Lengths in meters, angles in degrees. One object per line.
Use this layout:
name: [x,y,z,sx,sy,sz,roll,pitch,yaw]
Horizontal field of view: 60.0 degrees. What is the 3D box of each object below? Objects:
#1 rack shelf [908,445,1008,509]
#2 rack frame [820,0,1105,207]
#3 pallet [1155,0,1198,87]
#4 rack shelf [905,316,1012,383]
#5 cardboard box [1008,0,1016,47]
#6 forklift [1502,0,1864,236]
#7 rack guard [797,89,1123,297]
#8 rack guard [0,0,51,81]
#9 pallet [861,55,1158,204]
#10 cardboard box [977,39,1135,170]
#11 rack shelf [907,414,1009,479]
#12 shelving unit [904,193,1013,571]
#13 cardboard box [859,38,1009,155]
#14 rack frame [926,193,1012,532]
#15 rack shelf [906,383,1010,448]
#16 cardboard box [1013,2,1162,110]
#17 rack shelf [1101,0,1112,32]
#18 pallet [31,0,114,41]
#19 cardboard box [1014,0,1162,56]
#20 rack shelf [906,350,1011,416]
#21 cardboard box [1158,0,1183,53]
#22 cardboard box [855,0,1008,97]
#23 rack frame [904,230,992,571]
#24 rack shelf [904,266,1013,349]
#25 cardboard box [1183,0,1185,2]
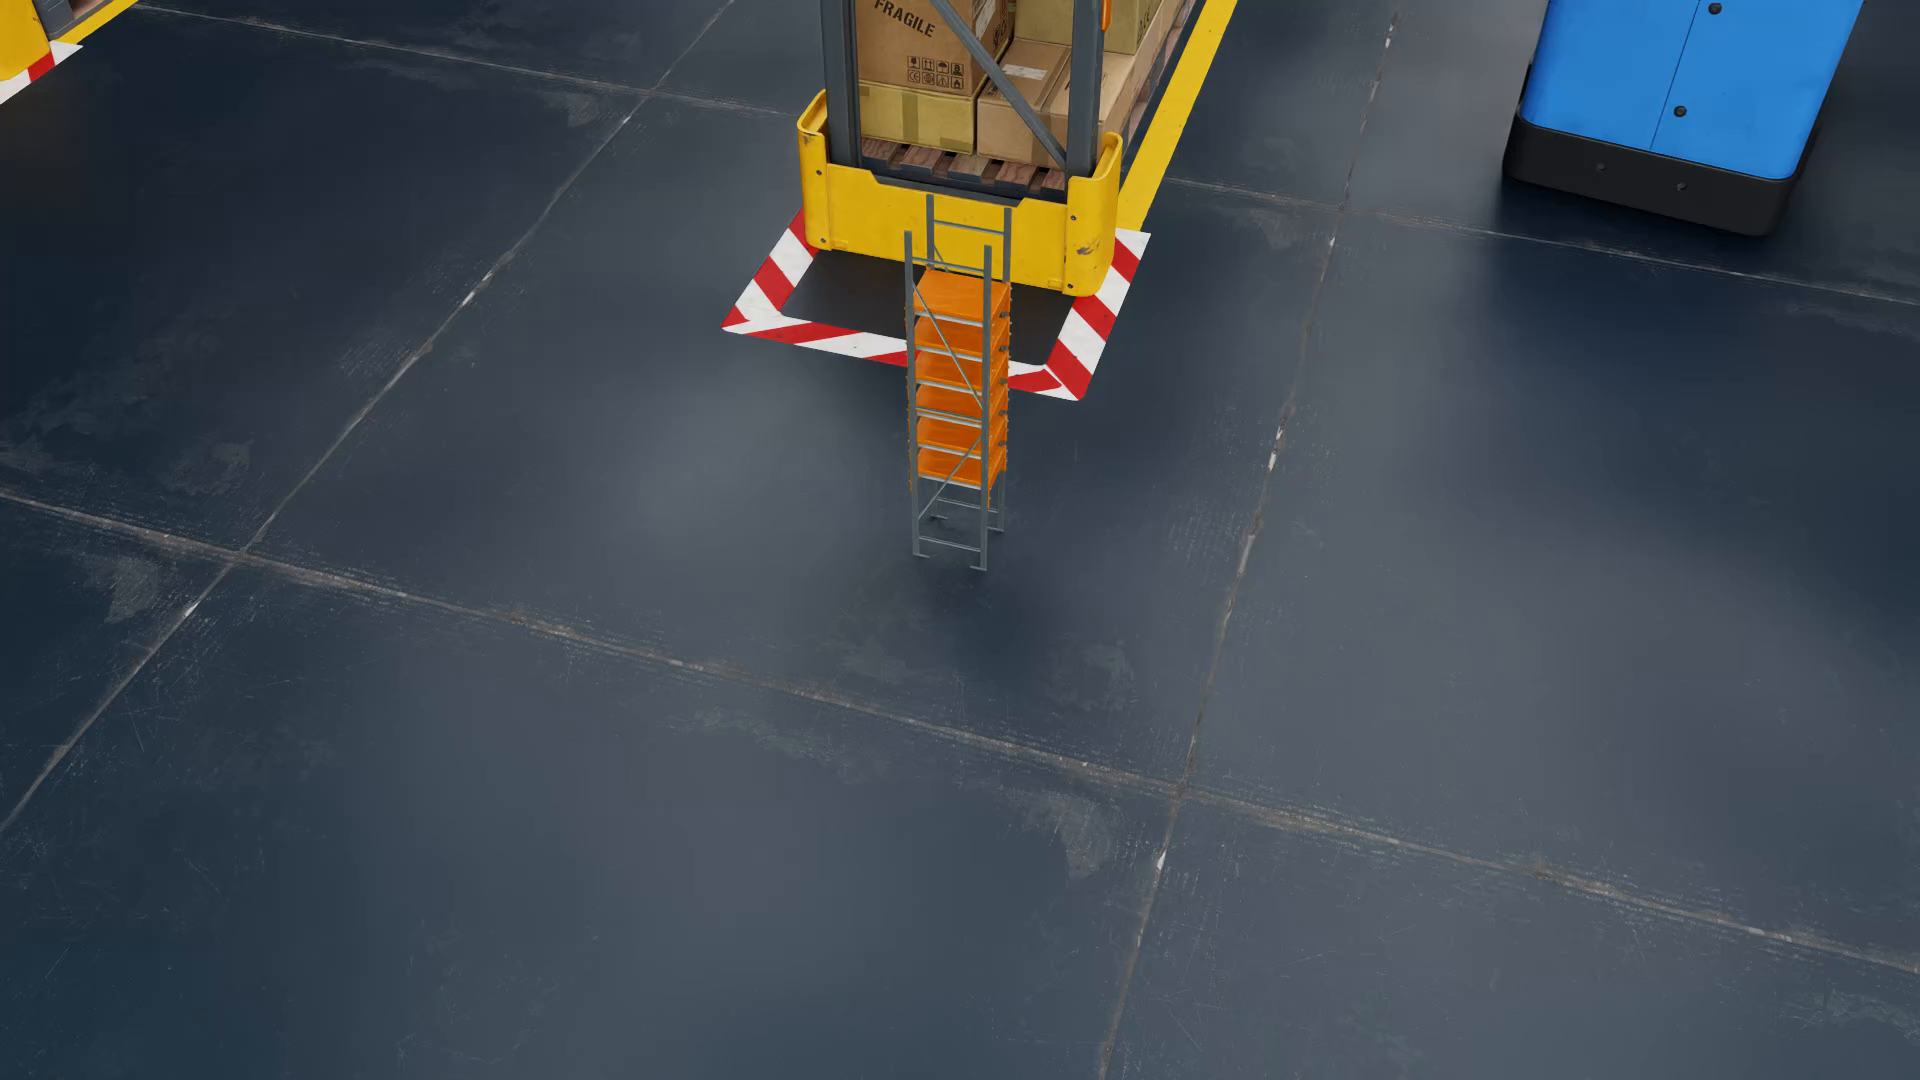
rack shelf: [-0.004,-0.216,5.019,0.258,0.103,0.180,13,46,12]
rack frame: [0.002,-2.217,5.371,1.000,3.000,0.127,13,46,13]
pallet: [0.565,-2.550,7.705,1.003,0.211,1.213,13,46,13]
rack shelf: [-0.004,-0.559,4.684,0.258,0.103,0.180,13,46,12]
cardboard box: [0.023,-2.141,6.959,0.500,0.250,0.500,13,46,13]
forklift: [3.286,-3.239,6.464,1.130,2.935,3.031,19,48,19]
rack guard: [-0.005,-1.308,6.229,1.175,0.500,0.348,13,46,13]
rack guard: [-4.697,-2.421,7.367,1.175,0.500,0.348,13,46,13]
pallet: [0.194,-1.739,6.877,1.003,0.211,1.213,13,46,13]
cardboard box: [0.377,-1.695,6.503,0.500,0.250,0.500,13,46,13]
rack shelf: [-0.004,-0.302,4.936,0.258,0.103,0.180,13,46,12]
shelving unit: [-0.004,-0.419,4.820,0.258,1.200,0.189,13,46,13]
cardboard box: [-0.117,-1.805,6.615,0.500,0.250,0.500,13,46,13]
rack frame: [0.023,-0.480,4.883,0.240,1.200,0.006,13,46,13]
rack shelf: [-0.004,-0.387,4.852,0.258,0.103,0.180,13,46,12]
cardboard box: [0.525,-2.029,6.845,0.500,0.250,0.500,13,46,13]
rack shelf: [0.608,-3.293,6.985,1.077,0.370,4.000,13,46,13]
pallet: [-4.417,-2.852,8.014,1.003,0.211,1.213,13,46,13]
cardboard box: [0.526,-2.297,6.582,0.500,0.500,0.500,13,46,13]
rack shelf: [-0.004,-0.473,4.768,0.258,0.103,0.180,13,46,12]
cardboard box: [0.676,-2.362,7.185,0.500,0.250,0.500,13,46,13]
cardboard box: [-0.119,-2.073,6.354,0.500,0.500,0.500,13,46,13]
rack frame: [-0.032,-0.358,4.758,0.240,1.200,0.006,13,46,13]
rack shelf: [-0.004,-0.645,4.600,0.258,0.103,0.180,13,46,12]
cardboard box: [0.833,-2.695,7.525,0.500,0.250,0.500,13,46,13]
